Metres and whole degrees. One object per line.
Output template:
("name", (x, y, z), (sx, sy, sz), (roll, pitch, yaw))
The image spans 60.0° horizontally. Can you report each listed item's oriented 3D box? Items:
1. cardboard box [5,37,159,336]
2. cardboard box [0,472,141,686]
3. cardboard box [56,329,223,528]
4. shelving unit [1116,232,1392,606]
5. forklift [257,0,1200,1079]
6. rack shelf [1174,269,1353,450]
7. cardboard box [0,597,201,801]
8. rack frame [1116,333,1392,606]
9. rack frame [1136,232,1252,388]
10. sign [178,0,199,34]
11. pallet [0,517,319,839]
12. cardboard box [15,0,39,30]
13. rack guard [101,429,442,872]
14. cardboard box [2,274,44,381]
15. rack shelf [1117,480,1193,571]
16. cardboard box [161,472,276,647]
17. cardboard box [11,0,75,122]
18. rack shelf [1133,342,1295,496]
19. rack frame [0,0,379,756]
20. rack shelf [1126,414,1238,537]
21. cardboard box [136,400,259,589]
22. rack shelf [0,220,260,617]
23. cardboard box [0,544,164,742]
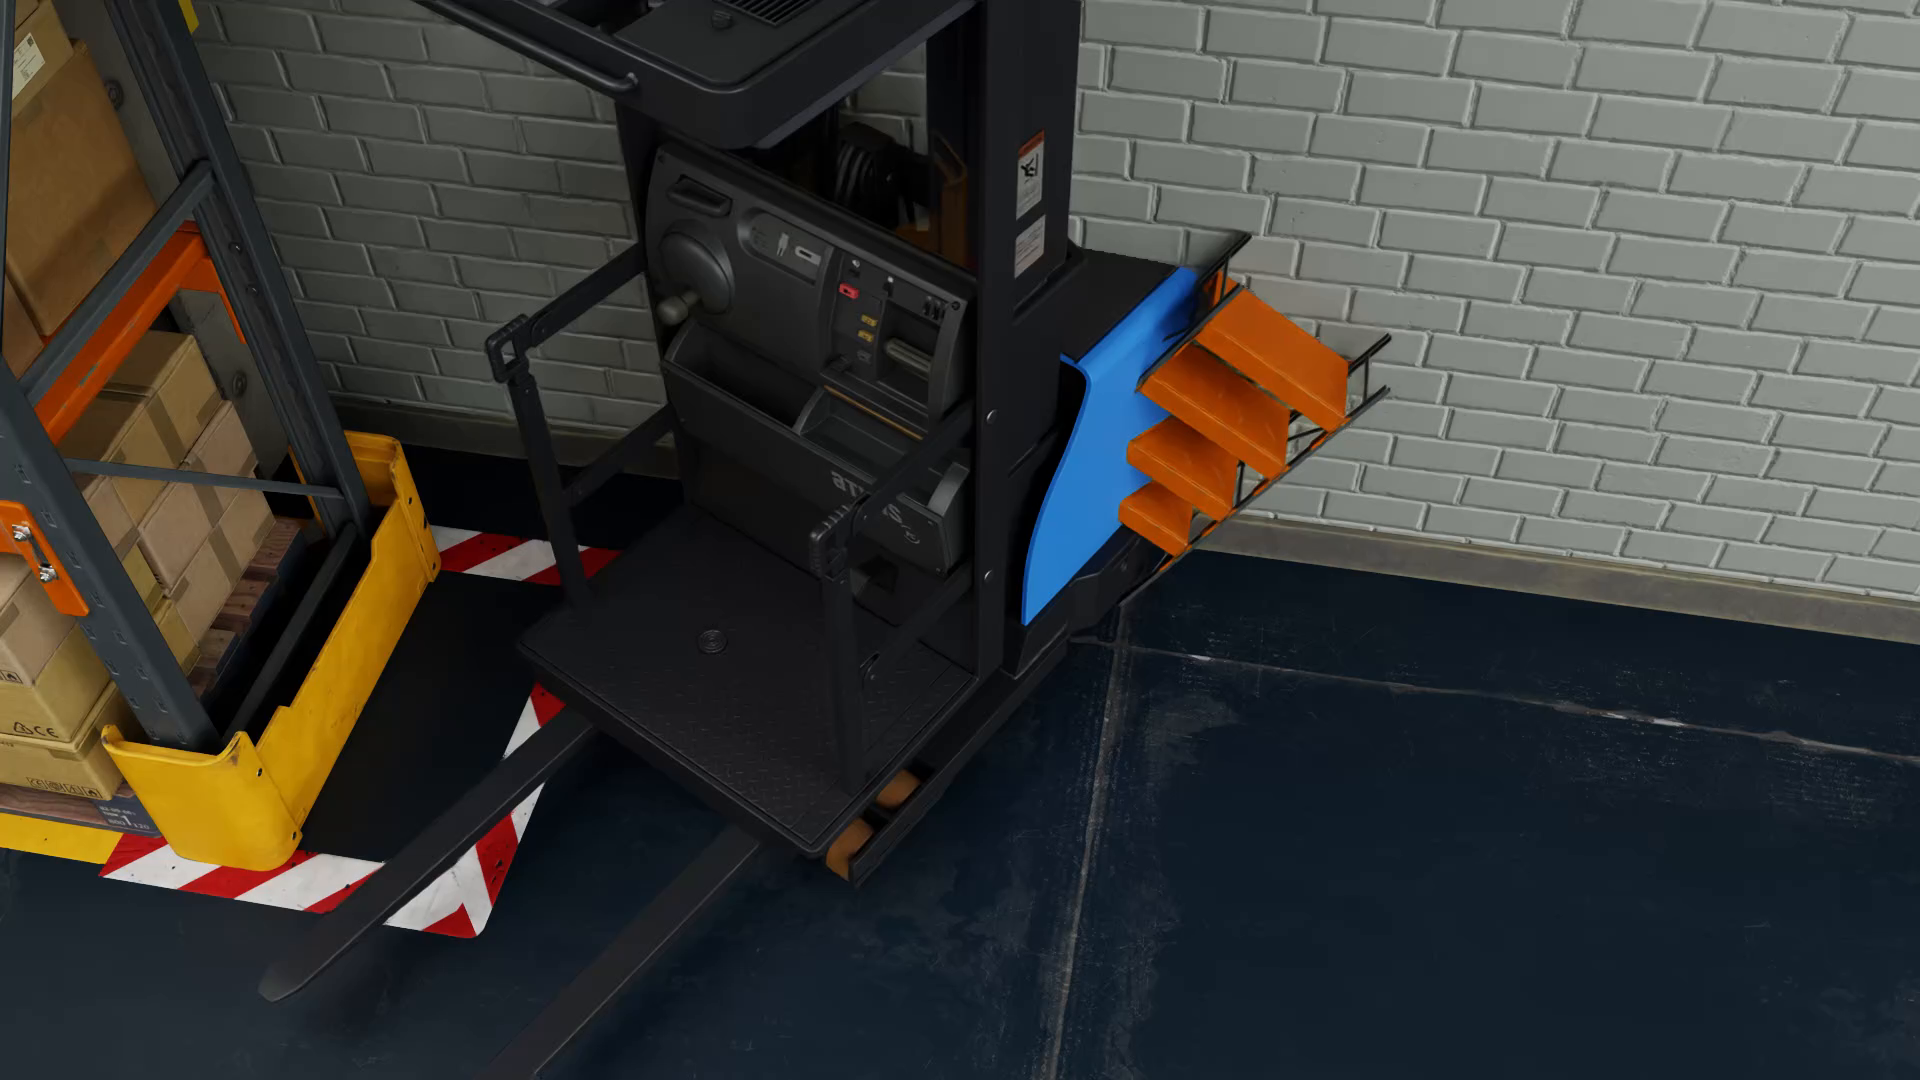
("cardboard box", (-2.340, -0.863, 3.942), (0.500, 0.500, 0.500), (9, 49, 8))
("cardboard box", (-2.410, 0.051, 4.082), (0.500, 0.250, 0.500), (9, 49, 8))
("cardboard box", (-2.341, -0.319, 4.414), (0.500, 0.250, 0.500), (7, 48, 6))
("shelving unit", (0.607, -0.287, 4.716), (0.503, 1.200, 0.258), (32, 44, -16))
("forklift", (-0.500, -0.495, 3.724), (1.130, 2.935, 3.031), (30, 55, 24))
("rack shelf", (0.818, -0.487, 4.453), (0.480, 0.148, 0.258), (32, 44, -16))
("cardboard box", (-2.420, 0.387, 4.452), (0.500, 0.250, 0.500), (8, 49, 7))
("rack frame", (0.806, -0.163, 4.783), (0.015, 1.200, 0.240), (32, 44, -16))
("rack frame", (0.407, -0.410, 4.650), (0.015, 1.200, 0.240), (32, 44, -16))
("sign", (-1.797, -1.282, 3.750), (0.005, 0.325, 0.100), (8, 49, 7))
("pallet", (-2.661, 0.300, 4.838), (1.213, 0.211, 1.003), (8, 49, 7))
("cardboard box", (-2.194, -1.111, 3.529), (0.250, 0.149, 0.380), (7, 48, 6))
("rack guard", (-1.878, 0.278, 4.664), (0.348, 0.500, 1.175), (8, 49, 7))
("cardboard box", (-2.432, -0.467, 3.586), (0.500, 0.500, 0.500), (7, 48, 6))
("rack shelf", (0.463, -0.151, 4.894), (0.480, 0.148, 0.258), (32, 44, -16))
("cardboard box", (-2.350, 0.010, 4.791), (0.500, 0.250, 0.500), (8, 49, 7))
("cardboard box", (-2.189, -1.046, 3.670), (0.250, 0.149, 0.380), (7, 48, 6))
("rack shelf", (0.691, -0.366, 4.611), (0.480, 0.148, 0.258), (32, 44, -16))
("rack frame", (-1.901, -0.561, 3.738), (0.127, 3.000, 1.000), (8, 49, 7))
("rack shelf", (0.570, -0.252, 4.761), (0.480, 0.148, 0.258), (32, 44, -16))
("cardboard box", (-2.327, -0.164, 4.611), (0.500, 0.250, 0.500), (8, 49, 8))
("rack shelf", (-3.870, -0.585, 4.243), (4.000, 0.370, 1.077), (8, 49, 7))
("cardboard box", (-2.436, 0.215, 4.270), (0.500, 0.250, 0.500), (7, 48, 6))
